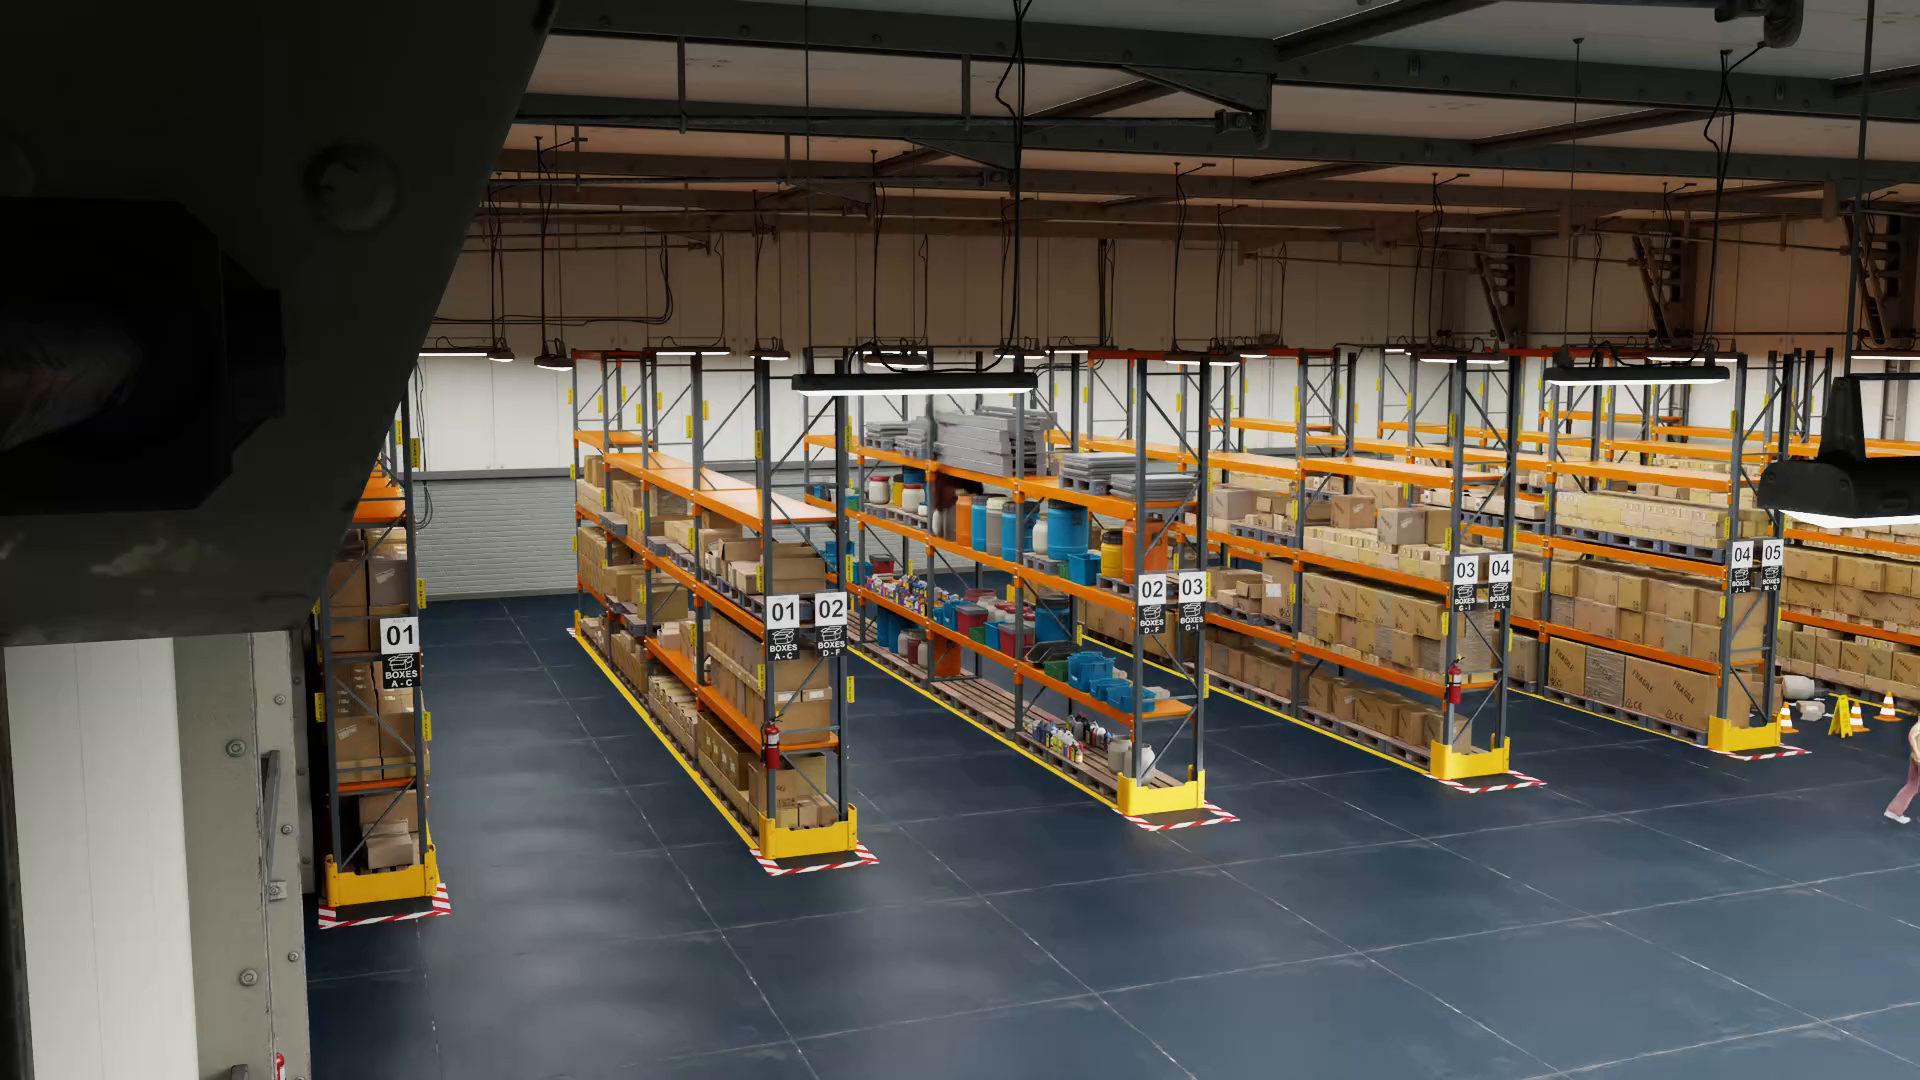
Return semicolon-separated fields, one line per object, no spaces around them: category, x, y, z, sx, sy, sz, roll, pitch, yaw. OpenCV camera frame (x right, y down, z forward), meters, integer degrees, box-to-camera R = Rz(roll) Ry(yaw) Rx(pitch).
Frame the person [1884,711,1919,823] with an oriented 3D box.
person;12.292;2.873;21.290;0.744;1.725;0.563;2;7;15

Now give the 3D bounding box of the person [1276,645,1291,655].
person;6.282;1.544;31.889;0.531;1.720;0.738;-4;8;-29

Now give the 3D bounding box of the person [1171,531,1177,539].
person;4.960;0.614;38.892;0.766;1.751;1.046;0;7;-2
